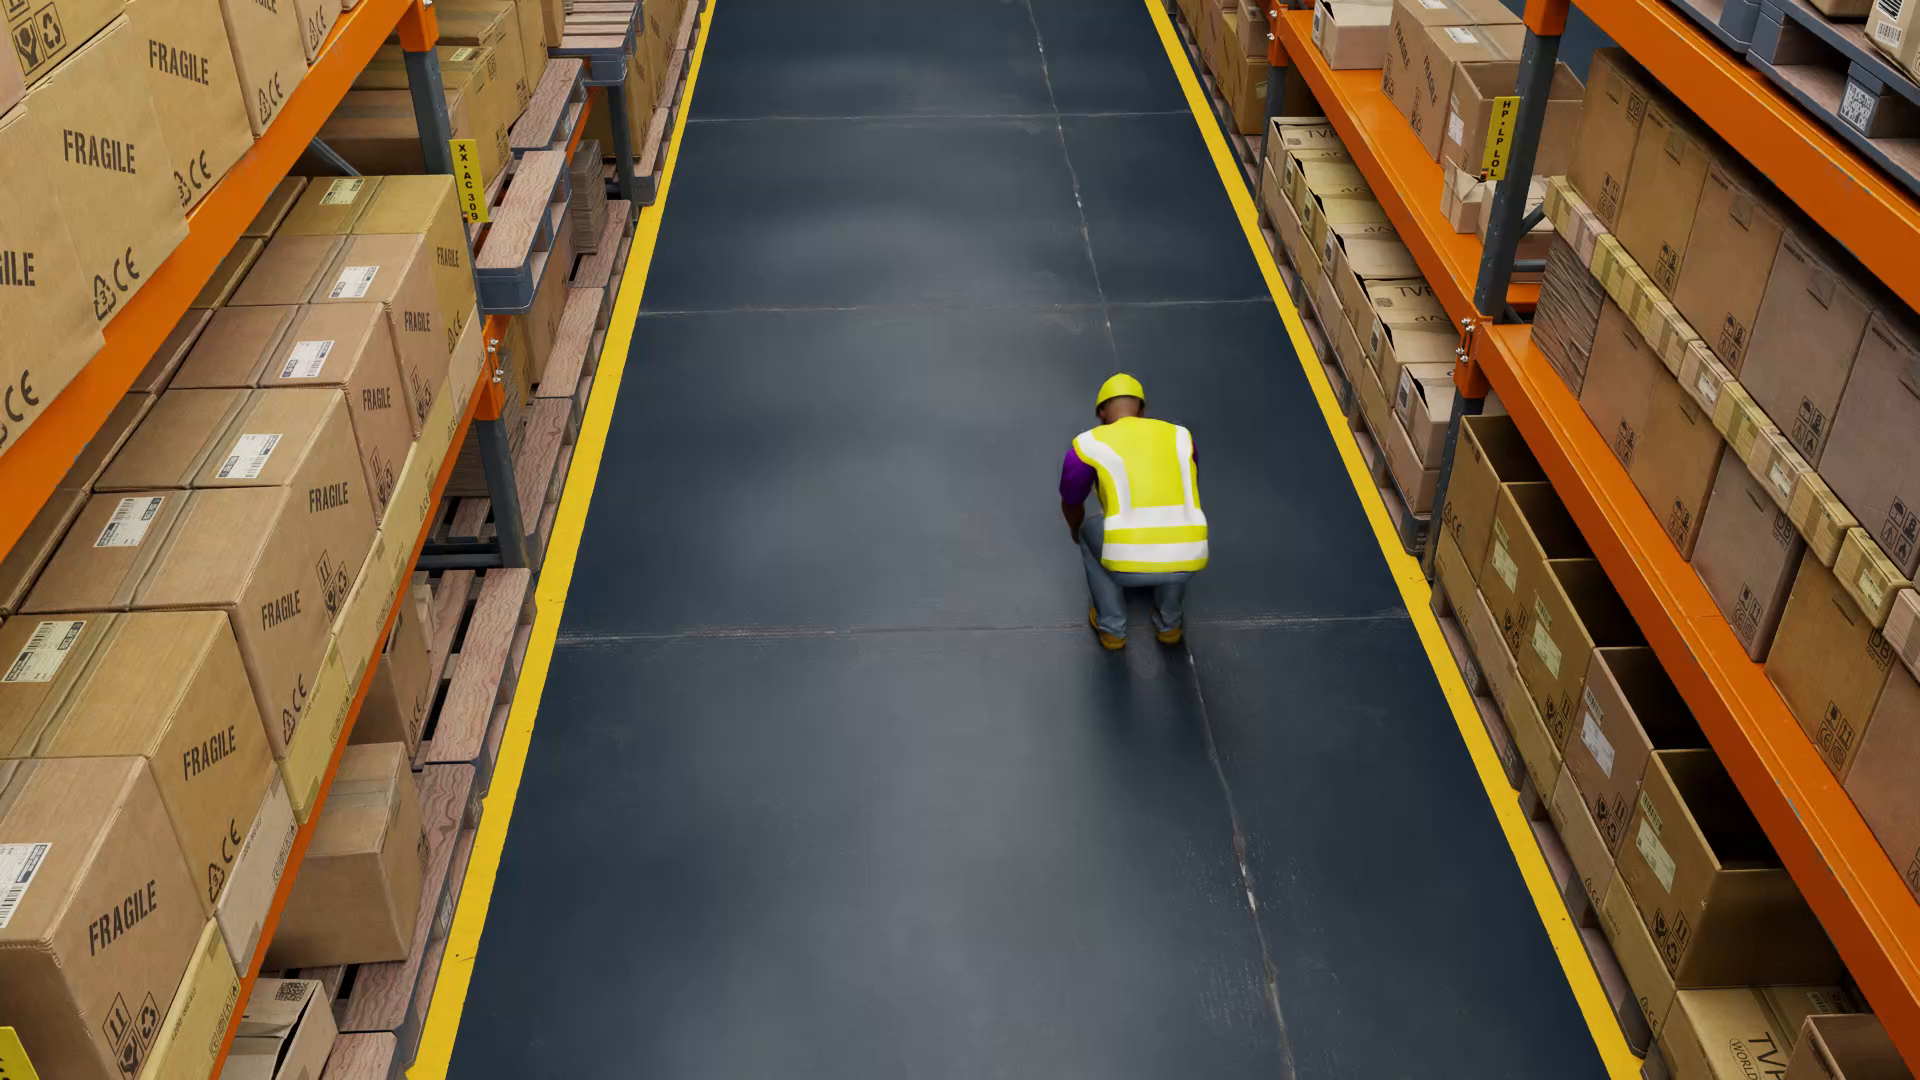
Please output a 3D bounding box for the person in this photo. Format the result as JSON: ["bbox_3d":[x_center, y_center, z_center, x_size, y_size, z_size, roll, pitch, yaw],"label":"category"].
[{"bbox_3d":[0.718,-0.084,6.921,0.585,0.995,0.890,-2,35,-2],"label":"person"}]
